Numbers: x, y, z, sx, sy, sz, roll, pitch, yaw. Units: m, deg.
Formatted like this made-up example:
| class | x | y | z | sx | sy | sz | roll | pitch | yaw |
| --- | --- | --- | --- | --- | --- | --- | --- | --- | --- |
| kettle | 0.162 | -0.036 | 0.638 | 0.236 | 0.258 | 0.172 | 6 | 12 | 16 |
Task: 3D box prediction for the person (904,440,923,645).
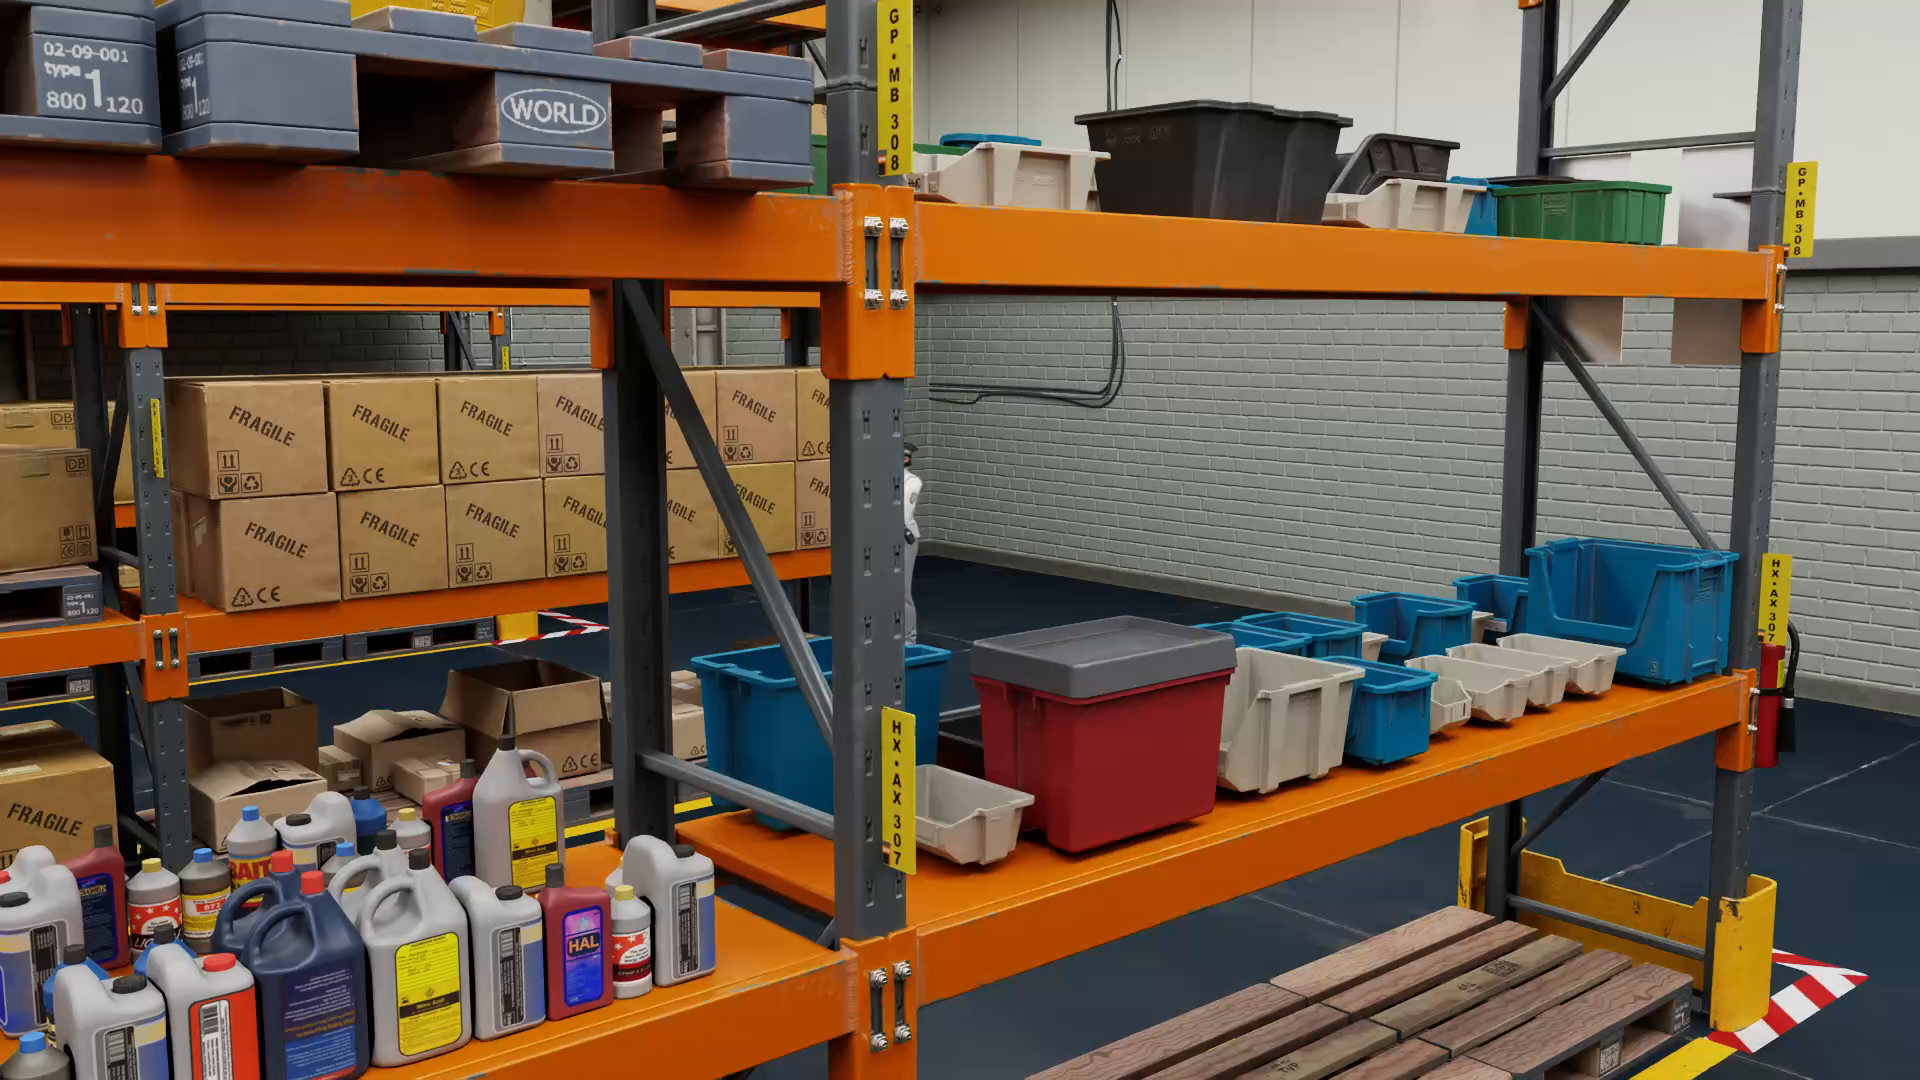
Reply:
| class | x | y | z | sx | sy | sz | roll | pitch | yaw |
| --- | --- | --- | --- | --- | --- | --- | --- | --- | --- |
| person | -0.564 | 0.050 | 12.830 | 0.530 | 1.691 | 0.447 | -7 | 10 | -41 |
